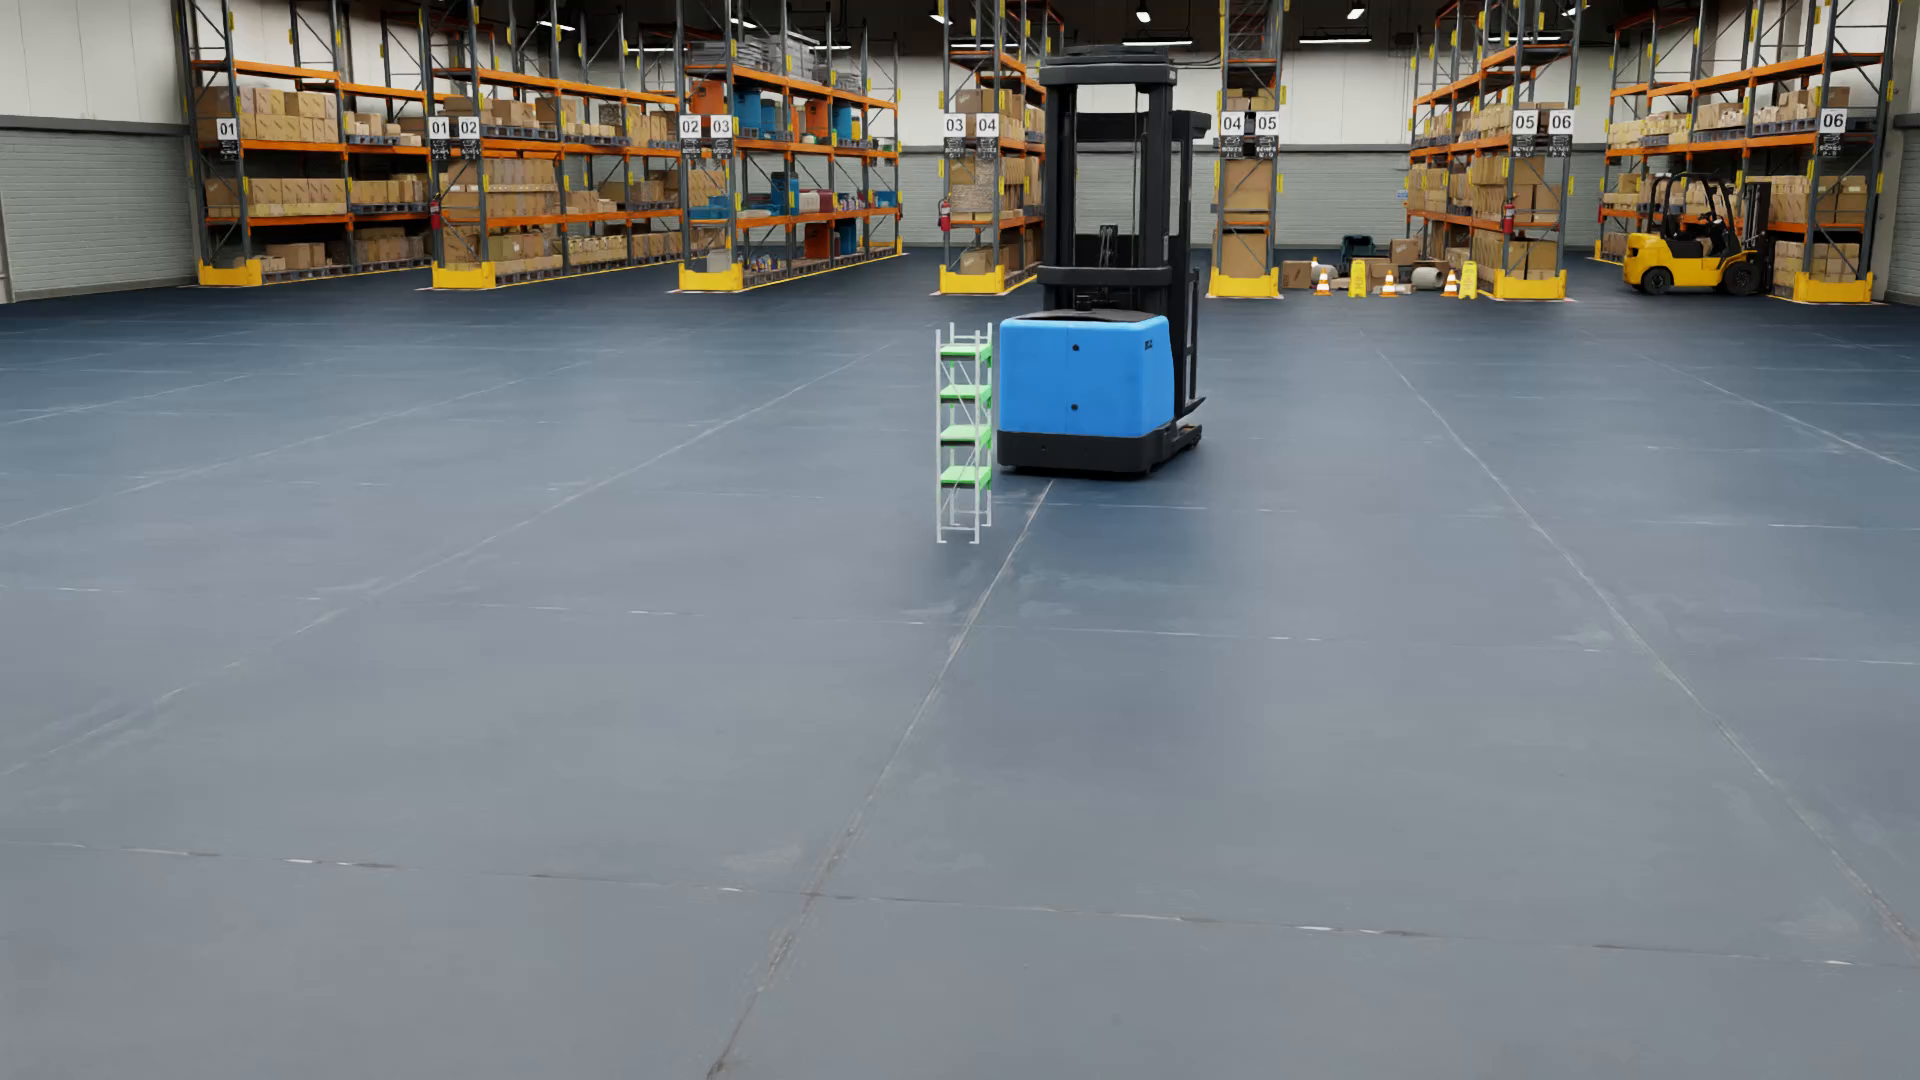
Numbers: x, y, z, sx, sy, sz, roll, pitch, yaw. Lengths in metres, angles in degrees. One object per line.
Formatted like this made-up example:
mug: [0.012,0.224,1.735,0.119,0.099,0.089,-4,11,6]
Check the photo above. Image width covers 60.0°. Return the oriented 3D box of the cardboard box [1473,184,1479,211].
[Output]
cardboard box: [10.274,-6.659,32.328,0.500,0.500,0.500,2,12,8]

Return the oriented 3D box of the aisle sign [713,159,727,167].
aisle sign: [-6.805,-10.963,47.073,0.394,0.787,0.004,2,12,9]

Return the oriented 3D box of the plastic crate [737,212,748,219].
plastic crate: [-4.229,-6.243,31.967,0.298,0.136,0.250,2,12,9]

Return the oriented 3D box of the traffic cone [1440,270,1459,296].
traffic cone: [8.793,-4.606,29.766,0.336,0.463,0.334,2,12,9]

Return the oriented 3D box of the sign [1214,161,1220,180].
sign: [4.561,-6.556,29.484,0.100,0.325,0.005,2,12,9]

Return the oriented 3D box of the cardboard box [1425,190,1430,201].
cardboard box: [11.501,-8.301,40.061,0.500,0.250,0.500,2,12,7]

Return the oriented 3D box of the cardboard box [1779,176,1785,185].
cardboard box: [14.851,-6.416,29.662,0.380,0.149,0.250,2,12,10]

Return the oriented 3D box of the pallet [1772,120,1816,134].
pallet: [15.226,-7.378,29.701,1.003,0.211,1.213,2,12,9]

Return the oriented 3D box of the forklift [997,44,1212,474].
forklift: [1.240,-2.152,12.520,1.130,2.935,3.031,4,13,19]

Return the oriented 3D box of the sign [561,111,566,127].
sign: [-8.415,-8.930,35.275,0.100,0.325,0.005,2,12,9]

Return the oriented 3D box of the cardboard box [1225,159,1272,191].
cardboard box: [5.190,-6.531,29.759,0.875,0.550,0.550,2,12,9]

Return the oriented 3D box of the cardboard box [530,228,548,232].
cardboard box: [-12.099,-8.578,47.112,0.700,0.500,0.500,2,12,8]

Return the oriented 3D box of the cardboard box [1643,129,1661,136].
cardboard box: [16.313,-9.601,39.164,0.380,0.149,0.250,2,12,10]

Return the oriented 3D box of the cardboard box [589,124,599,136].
cardboard box: [-8.524,-9.296,37.748,0.500,0.250,0.500,2,12,8]

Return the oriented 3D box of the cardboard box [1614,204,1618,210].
cardboard box: [16.798,-8.436,42.114,0.380,0.149,0.250,2,12,7]

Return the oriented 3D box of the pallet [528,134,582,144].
pallet: [-8.840,-8.747,36.294,0.805,0.209,1.217,1,12,6]

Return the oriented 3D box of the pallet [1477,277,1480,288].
pallet: [10.548,-5.043,32.392,1.003,0.211,1.213,2,12,9]

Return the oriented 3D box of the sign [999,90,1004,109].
sign: [0.746,-7.912,29.889,0.100,0.325,0.005,2,12,9]

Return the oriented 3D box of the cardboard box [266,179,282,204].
cardboard box: [-14.018,-7.012,33.440,0.500,0.500,0.500,2,12,9]

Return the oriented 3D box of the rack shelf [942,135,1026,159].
rack shelf: [0.517,-7.566,32.071,1.077,0.370,4.000,2,12,9]

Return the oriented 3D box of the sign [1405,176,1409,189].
sign: [11.915,-9.526,44.334,0.100,0.325,0.005,2,12,9]

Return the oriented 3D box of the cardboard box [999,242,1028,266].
cardboard box: [1.118,-6.204,36.048,0.700,0.500,0.500,1,12,4]

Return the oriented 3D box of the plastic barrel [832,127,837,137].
plastic barrel: [-3.064,-9.670,39.496,0.294,0.245,0.294,0,12,0]

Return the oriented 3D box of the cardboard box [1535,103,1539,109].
cardboard box: [10.281,-7.568,29.074,0.380,0.149,0.250,2,12,8]

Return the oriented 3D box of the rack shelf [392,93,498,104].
rack shelf: [-12.936,-10.984,41.758,1.077,0.370,4.000,2,12,9]

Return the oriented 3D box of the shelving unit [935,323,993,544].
shelving unit: [0.025,-0.621,9.527,0.258,1.200,0.503,2,12,9]

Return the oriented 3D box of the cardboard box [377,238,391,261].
cardboard box: [-13.614,-6.711,38.401,0.700,0.500,0.500,2,12,9]

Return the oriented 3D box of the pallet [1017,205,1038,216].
pallet: [1.086,-6.929,34.979,1.003,0.211,1.213,2,12,9]

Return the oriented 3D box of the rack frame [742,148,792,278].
rack frame: [-4.069,-7.029,34.987,1.000,3.000,0.127,2,12,9]

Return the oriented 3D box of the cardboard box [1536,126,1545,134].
cardboard box: [10.325,-7.174,29.138,0.380,0.149,0.250,1,12,7]

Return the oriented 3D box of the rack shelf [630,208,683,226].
rack shelf: [-8.041,-8.087,41.607,1.077,0.370,4.000,2,12,9]

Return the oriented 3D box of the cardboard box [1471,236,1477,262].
cardboard box: [10.259,-5.661,32.390,0.500,0.500,0.500,2,12,11]

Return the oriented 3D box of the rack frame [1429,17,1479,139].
rack frame: [11.847,-11.145,39.848,1.000,3.000,0.127,2,12,9]

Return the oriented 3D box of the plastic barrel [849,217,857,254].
plastic barrel: [-2.940,-7.761,42.369,0.600,0.901,0.708,2,12,9]

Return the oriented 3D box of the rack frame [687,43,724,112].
rack frame: [-7.118,-12.621,46.695,1.000,3.000,0.127,2,12,9]

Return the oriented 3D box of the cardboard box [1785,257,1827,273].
cardboard box: [14.673,-4.771,28.856,0.500,0.250,0.500,2,12,8]

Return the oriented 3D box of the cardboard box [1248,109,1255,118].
cardboard box: [5.810,-8.263,32.011,0.500,0.250,0.500,2,12,8]

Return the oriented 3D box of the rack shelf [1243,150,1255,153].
rack shelf: [6.633,-9.050,38.955,1.077,0.370,4.000,2,12,9]

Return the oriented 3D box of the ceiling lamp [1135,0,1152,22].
ceiling lamp: [4.650,-14.057,39.503,0.800,3.185,2.000,2,12,9]

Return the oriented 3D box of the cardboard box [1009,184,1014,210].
cardboard box: [0.605,-6.760,32.800,0.875,0.500,0.500,2,12,9]

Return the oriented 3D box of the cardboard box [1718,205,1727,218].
cardboard box: [15.413,-6.532,33.038,0.500,0.250,0.500,2,12,8]

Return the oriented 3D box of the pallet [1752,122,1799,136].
pallet: [15.416,-7.632,30.876,1.003,0.211,1.213,2,12,9]

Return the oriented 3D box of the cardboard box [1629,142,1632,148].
cardboard box: [16.751,-9.745,41.068,0.380,0.149,0.250,2,12,9]

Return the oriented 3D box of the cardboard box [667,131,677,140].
cardboard box: [-7.413,-10.586,43.542,0.500,0.250,0.500,2,12,9]

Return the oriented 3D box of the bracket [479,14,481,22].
bracket: [-12.961,-13.956,44.347,0.235,0.232,0.430,2,12,9]

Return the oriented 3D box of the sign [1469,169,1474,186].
sign: [10.068,-7.130,32.711,0.100,0.325,0.005,2,12,9]

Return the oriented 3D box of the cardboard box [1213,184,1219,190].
cardboard box: [5.948,-8.009,37.725,0.380,0.149,0.250,1,12,6]

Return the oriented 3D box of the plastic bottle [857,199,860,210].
plastic bottle: [-2.571,-8.495,42.067,0.061,0.283,0.133,2,12,9]

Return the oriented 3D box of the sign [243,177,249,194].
sign: [-13.938,-6.923,32.440,0.100,0.325,0.005,2,12,9]

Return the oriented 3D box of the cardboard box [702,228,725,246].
cardboard box: [-6.958,-8.560,46.981,0.500,0.500,0.500,2,12,9]

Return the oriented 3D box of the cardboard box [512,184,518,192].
cardboard box: [-9.109,-7.066,33.384,0.380,0.149,0.250,2,12,8]

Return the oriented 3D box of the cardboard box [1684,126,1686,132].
cardboard box: [16.078,-8.996,36.408,0.380,0.149,0.250,2,12,10]

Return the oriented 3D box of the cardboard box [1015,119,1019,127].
cardboard box: [0.959,-8.213,32.773,0.380,0.149,0.250,1,12,7]

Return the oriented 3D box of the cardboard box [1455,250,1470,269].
cardboard box: [10.907,-5.872,34.859,0.950,0.372,0.625,2,12,11]

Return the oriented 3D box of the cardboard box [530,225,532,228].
cardboard box: [-12.316,-8.874,46.947,0.380,0.149,0.250,2,12,9]
